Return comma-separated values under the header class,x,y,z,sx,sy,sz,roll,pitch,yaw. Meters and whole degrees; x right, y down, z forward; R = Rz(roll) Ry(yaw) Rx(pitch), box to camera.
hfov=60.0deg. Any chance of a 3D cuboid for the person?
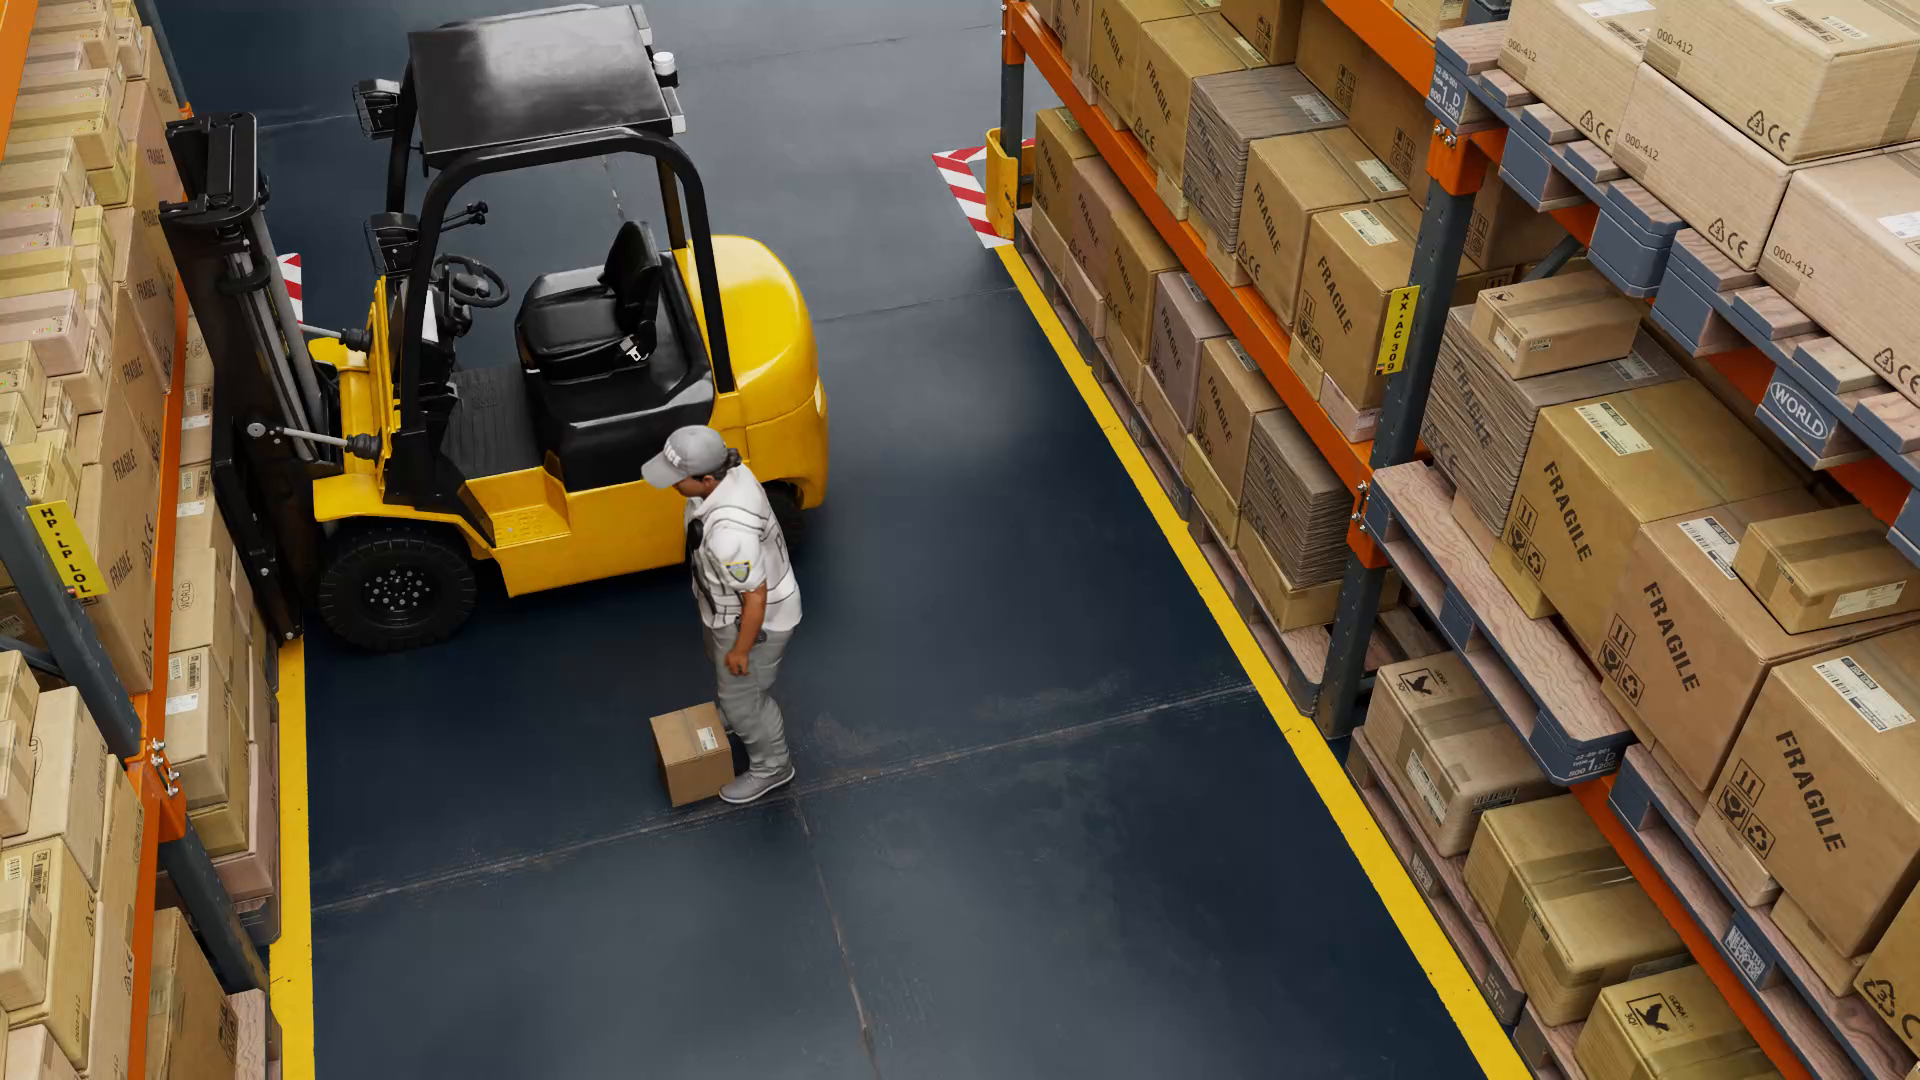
class,x,y,z,sx,sy,sz,roll,pitch,yaw
person,-0.777,0.236,5.908,0.399,1.652,0.540,-12,44,-13
